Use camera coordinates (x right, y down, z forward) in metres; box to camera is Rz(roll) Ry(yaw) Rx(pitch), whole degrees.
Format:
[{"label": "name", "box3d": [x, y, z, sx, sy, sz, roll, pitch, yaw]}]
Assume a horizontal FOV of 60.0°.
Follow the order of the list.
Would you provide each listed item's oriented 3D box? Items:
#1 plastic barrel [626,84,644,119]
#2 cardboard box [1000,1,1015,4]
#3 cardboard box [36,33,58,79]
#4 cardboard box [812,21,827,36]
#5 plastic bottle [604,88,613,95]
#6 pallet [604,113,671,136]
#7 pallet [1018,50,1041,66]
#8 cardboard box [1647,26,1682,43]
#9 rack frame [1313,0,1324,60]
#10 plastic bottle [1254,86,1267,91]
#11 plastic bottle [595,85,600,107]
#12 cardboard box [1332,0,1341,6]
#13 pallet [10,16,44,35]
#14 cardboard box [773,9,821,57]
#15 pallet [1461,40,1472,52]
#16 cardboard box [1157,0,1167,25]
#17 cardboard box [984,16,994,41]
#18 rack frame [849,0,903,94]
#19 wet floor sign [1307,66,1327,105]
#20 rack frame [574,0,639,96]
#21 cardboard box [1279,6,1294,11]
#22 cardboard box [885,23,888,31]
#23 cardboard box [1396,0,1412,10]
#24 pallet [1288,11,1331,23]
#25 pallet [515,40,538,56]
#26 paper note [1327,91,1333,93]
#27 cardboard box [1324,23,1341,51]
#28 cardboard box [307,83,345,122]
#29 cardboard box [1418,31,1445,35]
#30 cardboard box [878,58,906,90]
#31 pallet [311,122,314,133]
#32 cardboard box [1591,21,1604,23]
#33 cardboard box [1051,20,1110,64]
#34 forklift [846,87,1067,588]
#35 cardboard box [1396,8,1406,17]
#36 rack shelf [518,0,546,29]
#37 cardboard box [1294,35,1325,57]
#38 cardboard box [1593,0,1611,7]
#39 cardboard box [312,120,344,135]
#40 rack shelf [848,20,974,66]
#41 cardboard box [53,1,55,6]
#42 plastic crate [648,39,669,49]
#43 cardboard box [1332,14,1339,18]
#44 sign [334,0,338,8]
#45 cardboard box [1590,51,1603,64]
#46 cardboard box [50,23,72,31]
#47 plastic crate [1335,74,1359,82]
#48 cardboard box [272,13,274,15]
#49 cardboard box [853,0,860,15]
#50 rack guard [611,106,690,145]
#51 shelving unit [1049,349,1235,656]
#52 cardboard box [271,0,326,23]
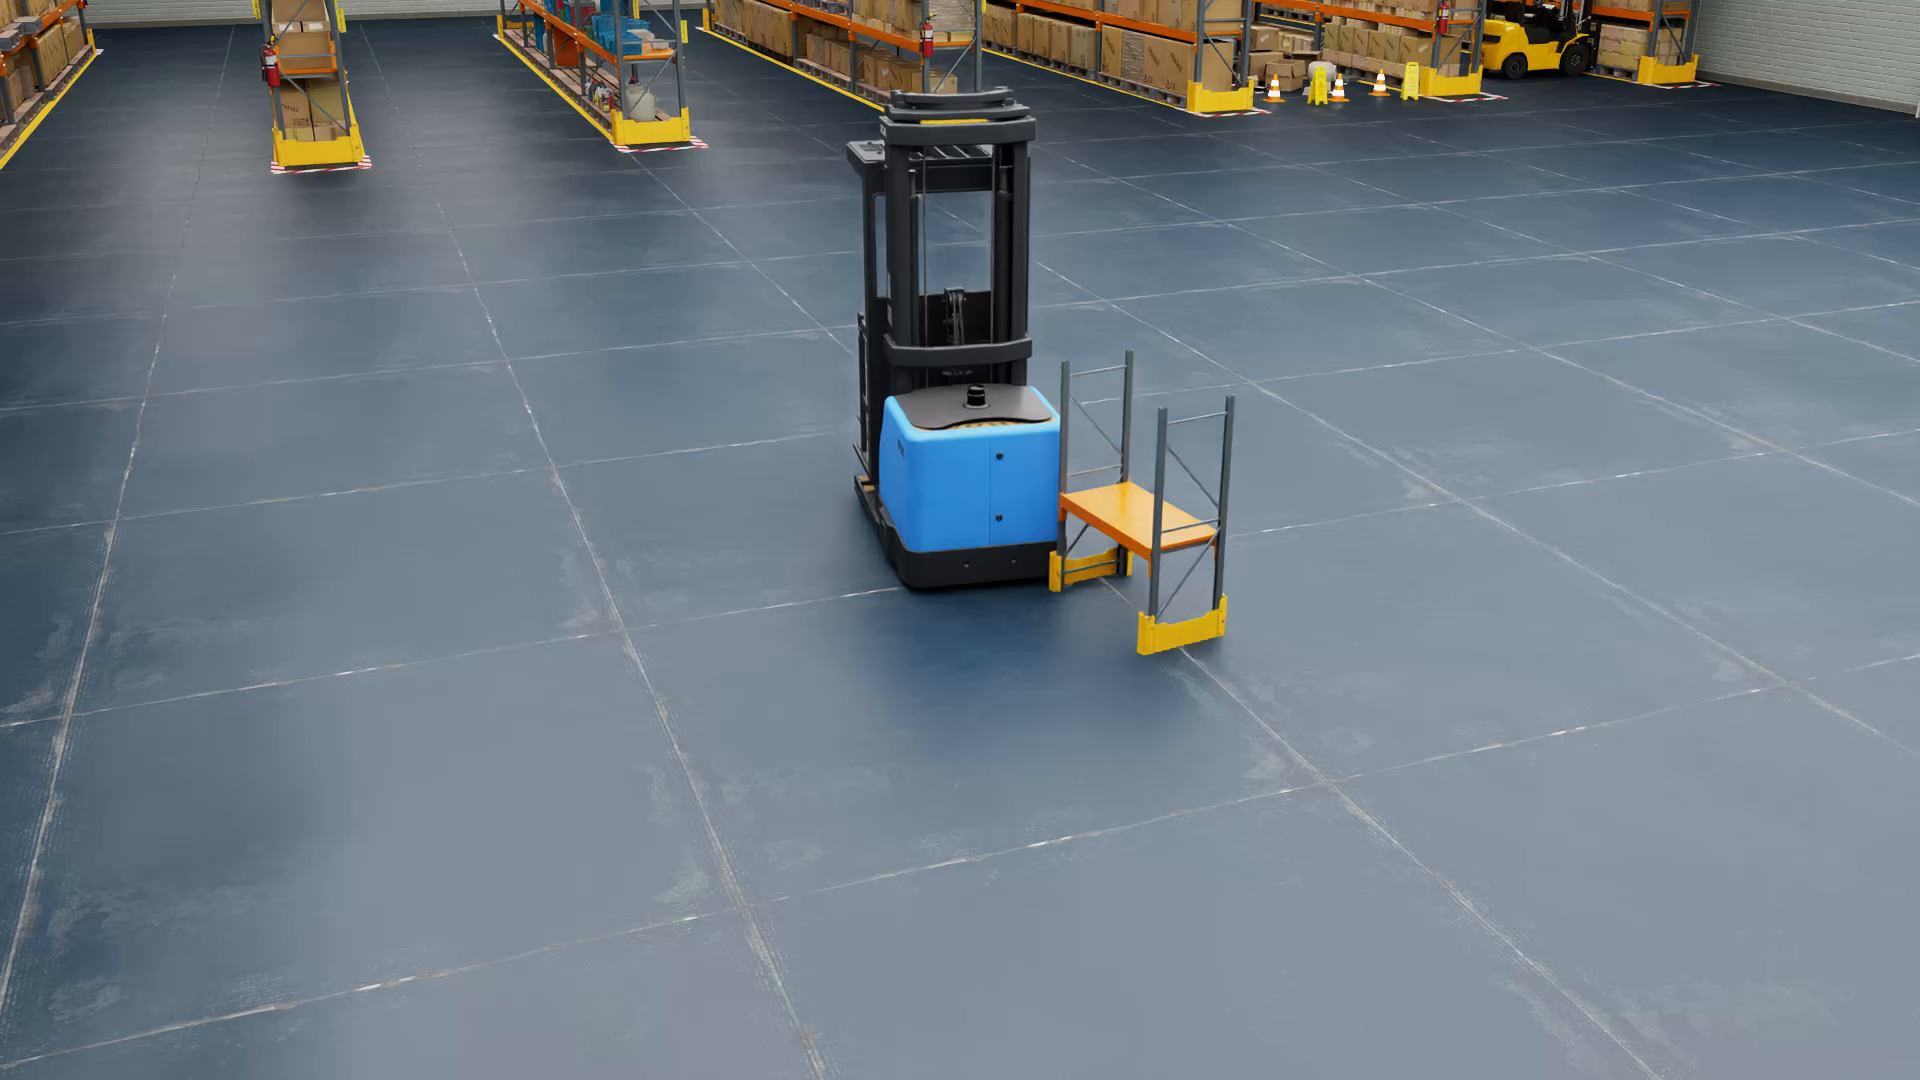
[{"label": "plastic barrel", "box3d": [-5.247, -7.080, 26.849, 0.421, 0.512, 0.421, 0, 23, 0]}, {"label": "cardboard box", "box3d": [1.173, -12.078, 37.757, 0.500, 0.250, 0.500, -9, 25, -21]}, {"label": "cardboard box", "box3d": [-17.301, -8.977, 30.914, 0.750, 0.750, 0.750, -8, 24, -19]}, {"label": "cardboard box", "box3d": [-2.694, -10.366, 33.668, 0.500, 0.250, 0.500, -7, 24, -17]}, {"label": "plastic bottle", "box3d": [-5.936, -7.479, 28.074, 0.152, 0.276, 0.135, -8, 24, -19]}, {"label": "pallet", "box3d": [-5.119, -6.654, 26.766, 1.003, 0.211, 1.213, -8, 24, -19]}, {"label": "pallet", "box3d": [1.925, -10.271, 35.346, 1.003, 0.211, 1.213, -8, 24, -19]}, {"label": "cardboard box", "box3d": [13.788, -9.932, 32.664, 0.500, 0.250, 0.500, -9, 24, -20]}, {"label": "rack frame", "box3d": [7.725, -11.115, 33.759, 1.000, 3.000, 0.127, -8, 24, -19]}, {"label": "plastic bottle", "box3d": [5.637, -8.513, 31.370, 0.133, 0.061, 0.283, -18, 29, -37]}, {"label": "plastic bottle", "box3d": [-6.065, -7.484, 27.990, 0.144, 0.351, 0.185, -9, 24, -19]}, {"label": "cardboard box", "box3d": [7.674, -10.756, 33.231, 0.380, 0.149, 0.250, -8, 24, -17]}, {"label": "pallet", "box3d": [-16.509, -8.837, 28.601, 1.213, 0.211, 1.003, -8, 24, -19]}, {"label": "cardboard box", "box3d": [-3.183, -10.677, 34.914, 1.225, 0.875, 0.875, -10, 25, -21]}, {"label": "pallet", "box3d": [11.636, -11.219, 37.596, 1.003, 0.211, 1.213, -8, 24, -19]}, {"label": "cardboard box", "box3d": [4.075, -9.561, 29.879, 0.875, 0.550, 0.550, -8, 24, -19]}, {"label": "cardboard box", "box3d": [0.858, -11.476, 37.294, 0.500, 0.500, 0.500, -9, 25, -21]}, {"label": "rack frame", "box3d": [-1.546, -9.755, 30.533, 1.000, 3.000, 0.127, -8, 24, -19]}, {"label": "wet floor sign", "box3d": [6.406, -8.122, 29.689, 0.267, 0.644, 0.232, -13, 26, -28]}, {"label": "rack frame", "box3d": [-6.179, -9.076, 28.921, 1.000, 3.000, 0.127, -8, 24, -19]}, {"label": "cardboard box", "box3d": [8.888, -14.271, 43.924, 0.700, 0.500, 0.500, -9, 25, -21]}, {"label": "cardboard box", "box3d": [-1.078, -8.892, 28.809, 0.380, 0.149, 0.250, -8, 24, -19]}, {"label": "cardboard box", "box3d": [8.516, -10.187, 31.045, 0.500, 0.500, 0.500, -8, 24, -19]}, {"label": "pallet", "box3d": [9.300, -13.669, 43.409, 1.003, 0.211, 1.213, -8, 24, -19]}, {"label": "pallet", "box3d": [-9.301, -10.959, 36.980, 1.003, 0.211, 1.213, -8, 24, -19]}, {"label": "paper note", "box3d": [6.942, -8.364, 31.054, 0.148, 0.019, 0.142, -18, 29, -37]}, {"label": "cardboard box", "box3d": [7.681, -10.135, 33.469, 0.500, 0.500, 0.500, -7, 24, -16]}, {"label": "cardboard box", "box3d": [-9.561, -6.623, 25.135, 0.500, 0.500, 0.500, -8, 24, -19]}, {"label": "cardboard box", "box3d": [8.914, -9.462, 31.873, 0.500, 0.500, 0.500, -9, 25, -21]}, {"label": "cardboard box", "box3d": [-1.232, -8.439, 30.088, 0.500, 0.500, 0.500, -1, 23, -2]}, {"label": "pallet", "box3d": [-10.138, -6.374, 26.100, 1.003, 0.211, 1.213, -8, 24, -19]}, {"label": "cardboard box", "box3d": [12.781, -10.407, 33.793, 0.500, 0.250, 0.500, -9, 24, -20]}, {"label": "cardboard box", "box3d": [2.490, -10.120, 33.755, 1.050, 0.750, 0.750, -8, 24, -19]}, {"label": "forklift", "box3d": [-0.140, -1.597, 11.264, 1.130, 2.935, 3.031, -5, 23, -12]}, {"label": "cardboard box", "box3d": [8.423, -9.915, 31.235, 0.380, 0.149, 0.250, -8, 24, -18]}, {"label": "rack shelf", "box3d": [-8.299, -10.924, 34.233, 1.077, 0.370, 4.000, -8, 24, -19]}, {"label": "cardboard box", "box3d": [7.538, -10.288, 34.639, 0.950, 0.372, 0.625, -8, 24, -18]}, {"label": "cardboard box", "box3d": [13.005, -10.909, 33.141, 0.500, 0.500, 0.500, -9, 24, -20]}, {"label": "cardboard box", "box3d": [-9.563, -6.277, 25.280, 0.500, 0.250, 0.500, -8, 24, -19]}, {"label": "rack shelf", "box3d": [-0.839, -8.697, 28.949, 1.077, 0.370, 4.000, -8, 24, -19]}, {"label": "cardboard box", "box3d": [-17.889, -10.433, 32.438, 0.380, 0.149, 0.250, -8, 24, -18]}, {"label": "plastic crate", "box3d": [-4.781, -7.870, 26.400, 0.298, 0.136, 0.250, -8, 24, -19]}, {"label": "cardboard box", "box3d": [9.699, -13.347, 41.733, 0.500, 0.500, 0.500, -9, 24, -20]}, {"label": "sign", "box3d": [-10.296, -8.909, 27.310, 0.100, 0.325, 0.005, -8, 24, -19]}, {"label": "cardboard box", "box3d": [12.984, -9.763, 33.550, 0.500, 0.250, 0.500, -8, 24, -18]}, {"label": "cardboard box", "box3d": [-18.577, -10.589, 34.353, 0.380, 0.149, 0.250, -9, 24, -20]}, {"label": "plastic crate", "box3d": [7.513, -9.087, 32.706, 0.402, 0.080, 0.583, -18, 29, -37]}, {"label": "cardboard box", "box3d": [-10.173, -7.872, 25.101, 0.380, 0.149, 0.250, -8, 24, -18]}, {"label": "cardboard box", "box3d": [-1.445, -9.766, 30.048, 0.875, 0.500, 0.500, -8, 24, -19]}, {"label": "rack guard", "box3d": [-4.837, -6.492, 26.008, 1.175, 0.500, 0.348, -8, 24, -19]}, {"label": "shelving unit", "box3d": [1.069, -0.254, 9.921, 0.587, 1.500, 1.083, -12, 26, -26]}, {"label": "cardboard box", "box3d": [-9.573, -7.778, 24.044, 0.700, 0.500, 0.500, -8, 24, -19]}]
